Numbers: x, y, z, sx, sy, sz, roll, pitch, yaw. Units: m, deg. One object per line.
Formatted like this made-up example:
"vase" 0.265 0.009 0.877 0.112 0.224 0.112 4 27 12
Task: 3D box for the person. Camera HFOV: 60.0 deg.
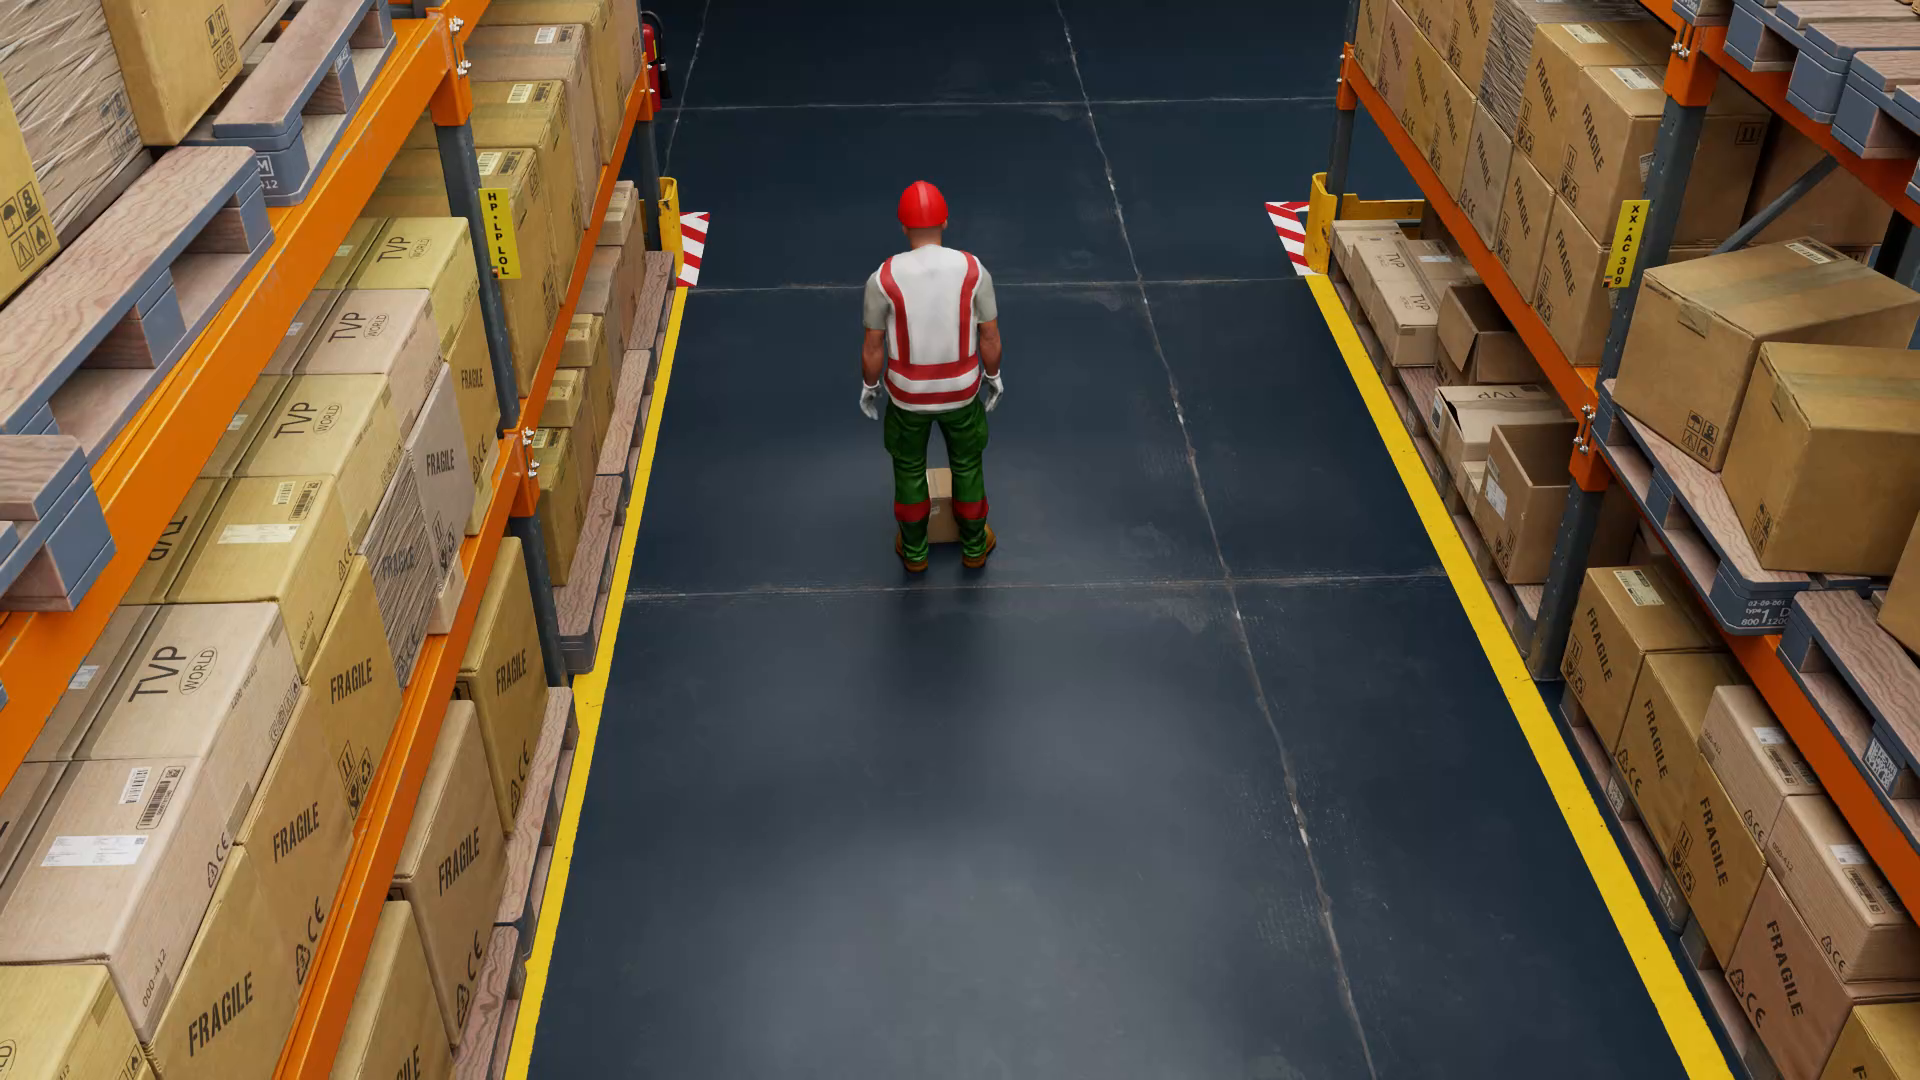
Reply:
"person" -0.121 -0.656 7.071 0.619 1.779 0.449 -3 35 -5
